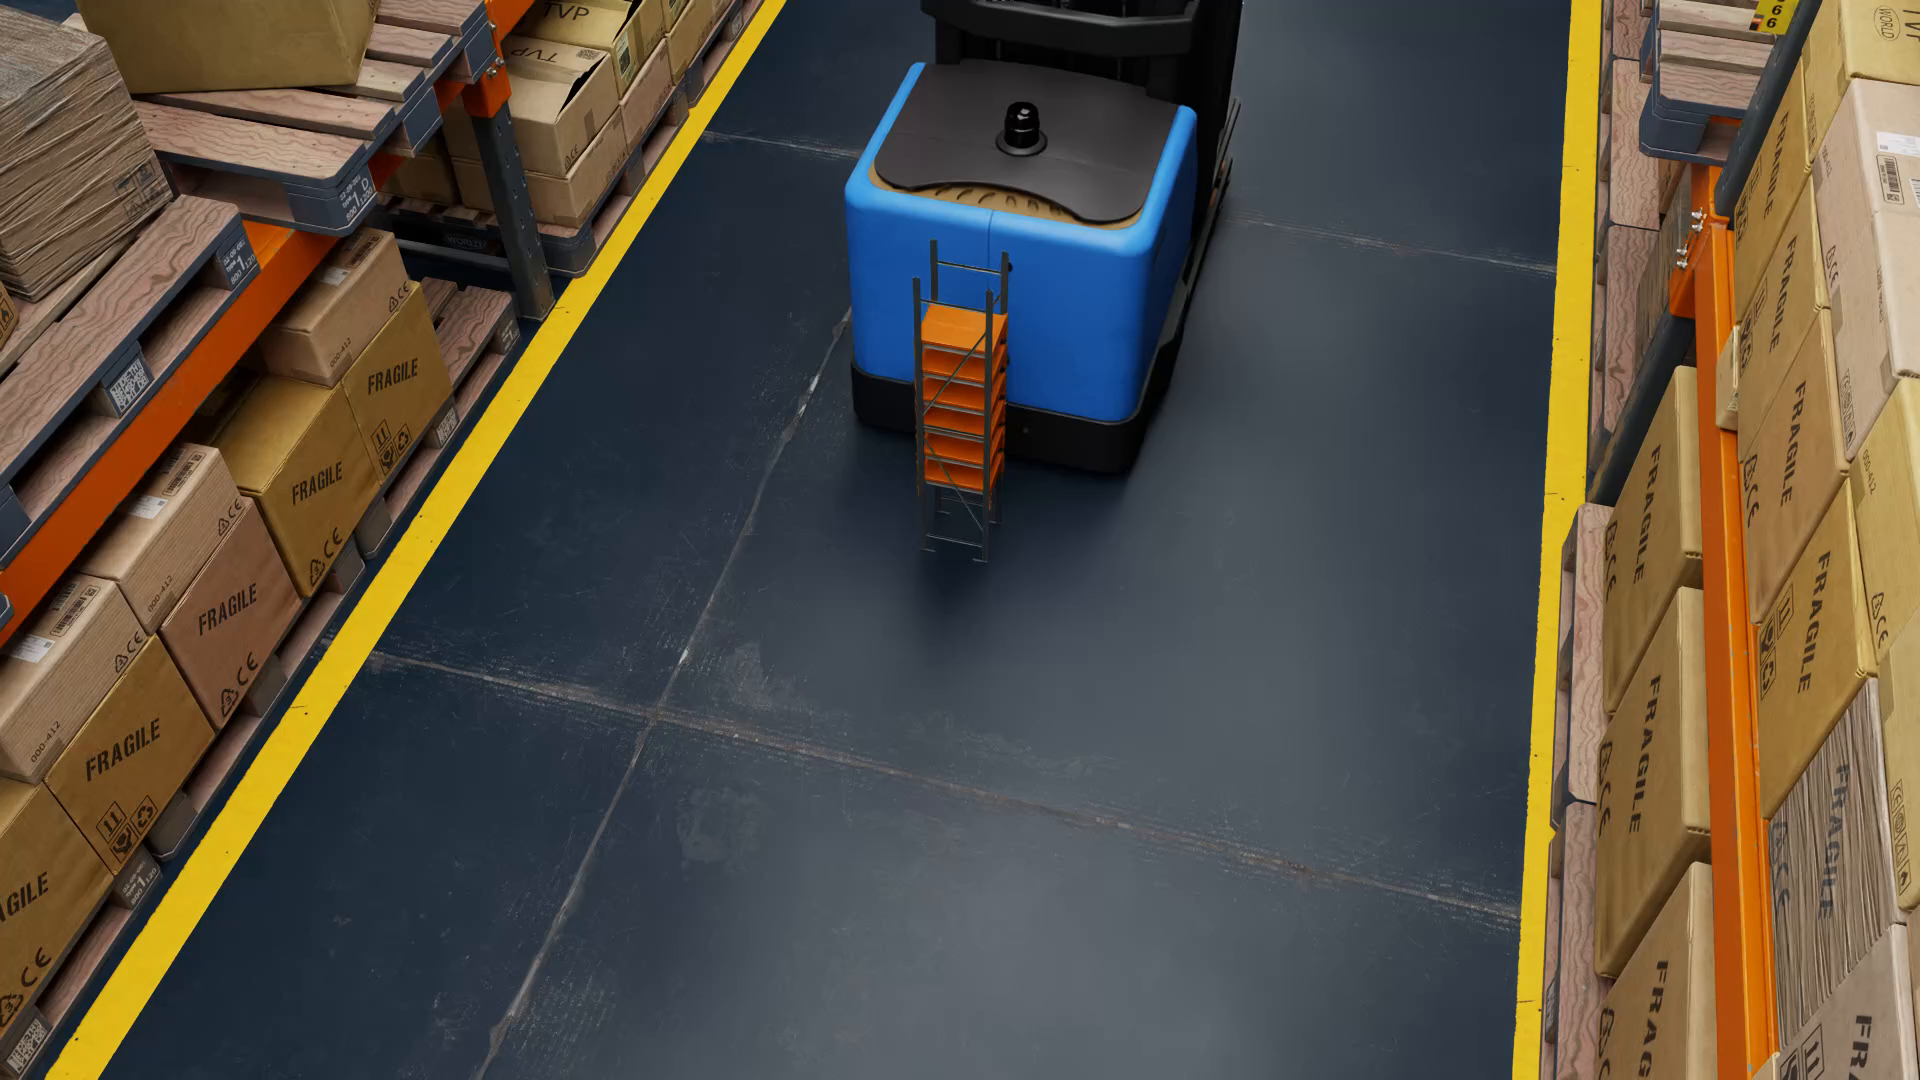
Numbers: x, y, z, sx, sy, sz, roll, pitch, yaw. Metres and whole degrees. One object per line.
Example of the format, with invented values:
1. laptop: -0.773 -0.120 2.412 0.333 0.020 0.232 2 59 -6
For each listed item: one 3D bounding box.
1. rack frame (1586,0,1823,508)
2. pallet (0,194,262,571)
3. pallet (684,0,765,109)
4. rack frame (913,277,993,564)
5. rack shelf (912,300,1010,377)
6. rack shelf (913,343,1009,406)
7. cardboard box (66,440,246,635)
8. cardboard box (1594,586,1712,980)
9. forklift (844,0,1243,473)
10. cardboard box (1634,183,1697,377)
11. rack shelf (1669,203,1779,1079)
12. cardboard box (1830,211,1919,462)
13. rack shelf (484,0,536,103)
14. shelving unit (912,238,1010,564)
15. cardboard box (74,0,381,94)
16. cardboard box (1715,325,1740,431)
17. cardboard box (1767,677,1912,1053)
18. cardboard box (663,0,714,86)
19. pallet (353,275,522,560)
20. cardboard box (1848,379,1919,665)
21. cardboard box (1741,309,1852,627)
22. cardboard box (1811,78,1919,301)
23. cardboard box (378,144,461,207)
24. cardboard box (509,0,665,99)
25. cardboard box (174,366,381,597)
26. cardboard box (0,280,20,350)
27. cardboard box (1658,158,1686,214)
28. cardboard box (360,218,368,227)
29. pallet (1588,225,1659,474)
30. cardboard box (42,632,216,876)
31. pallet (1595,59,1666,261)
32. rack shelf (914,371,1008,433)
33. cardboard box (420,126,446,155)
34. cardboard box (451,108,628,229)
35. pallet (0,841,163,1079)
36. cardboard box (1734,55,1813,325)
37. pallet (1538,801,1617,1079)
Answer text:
1. rack frame: 2.685 -1.007 4.638 1.000 3.000 0.127 12 50 10
2. pallet: -2.602 -0.511 4.328 1.003 0.211 1.213 12 50 10
3. pallet: -1.517 -2.527 7.839 1.003 0.211 1.213 12 50 10
4. rack frame: -0.020 -0.341 5.251 0.240 1.200 0.006 12 50 10
5. rack shelf: 0.004 -0.616 5.073 0.258 0.103 0.180 12 50 10
6. rack shelf: 0.004 -0.537 5.163 0.258 0.103 0.180 12 50 10
7. cardboard box: -2.391 -0.043 4.661 0.500 0.250 0.500 11 49 9
8. cardboard box: 2.128 0.704 4.282 0.750 0.750 0.750 11 50 10
9. forklift: 0.513 -2.339 5.860 1.130 2.935 3.031 12 50 11
10. cardboard box: 2.824 -0.857 5.879 0.700 0.500 0.500 12 50 11
11. rack shelf: 2.159 0.678 3.631 1.077 0.370 4.000 12 50 10
12. cardboard box: 2.048 -0.365 3.292 0.500 0.250 0.500 12 50 10
13. rack shelf: -1.568 -3.191 7.045 1.077 0.370 4.000 12 50 10
14. shelving unit: 0.004 -0.408 5.309 0.258 1.200 0.189 12 50 10
15. cardboard box: -2.152 -1.676 4.882 0.700 0.500 0.500 -3 49 -3
16. cardboard box: 2.149 -0.382 4.241 0.380 0.149 0.250 13 50 11
17. cardboard box: 1.776 0.632 2.913 0.500 0.500 0.500 12 50 10
18. cardboard box: -1.411 -2.273 7.309 0.500 0.250 0.500 10 49 9
19. pallet: -2.328 -0.527 6.074 1.003 0.211 1.213 12 50 10
20. cardboard box: 1.920 0.006 2.966 0.500 0.250 0.500 11 49 9
21. cardboard box: 2.032 -0.109 3.567 0.500 0.500 0.500 11 50 10
22. cardboard box: 2.176 -0.727 3.612 0.500 0.250 0.500 11 49 10
23. cardboard box: -2.192 -1.640 6.750 0.500 0.250 0.500 13 50 11
24. cardboard box: -1.544 -2.099 6.782 0.500 0.311 0.500 10 49 9
25. cardboard box: -2.251 -0.203 5.303 0.500 0.500 0.500 10 49 9
26. cardboard box: -2.742 -0.551 3.889 0.700 0.500 0.500 0 49 0
27. cardboard box: 3.176 -1.571 6.510 0.700 0.500 0.500 11 50 10
28. cardboard box: -2.490 -1.028 6.030 0.500 0.500 0.500 13 50 12
29. pallet: 2.892 -0.649 6.182 1.003 0.211 1.213 12 50 10
30. cardboard box: -2.517 0.543 4.644 0.500 0.500 0.500 12 50 10
31. pallet: 3.215 -1.529 6.959 1.003 0.211 1.213 12 50 10
32. rack shelf: 0.004 -0.458 5.253 0.258 0.103 0.180 12 50 10
33. cardboard box: -2.195 -1.824 6.539 0.500 0.311 0.500 13 50 11
34. cardboard box: -1.674 -1.532 6.655 0.500 0.250 0.500 11 50 10
35. pallet: -2.970 1.238 4.516 1.003 0.211 1.213 12 50 10
36. cardboard box: 2.310 -0.844 4.216 0.500 0.500 0.500 13 50 11
37. pallet: 2.082 1.351 4.417 1.003 0.211 1.213 12 50 10
